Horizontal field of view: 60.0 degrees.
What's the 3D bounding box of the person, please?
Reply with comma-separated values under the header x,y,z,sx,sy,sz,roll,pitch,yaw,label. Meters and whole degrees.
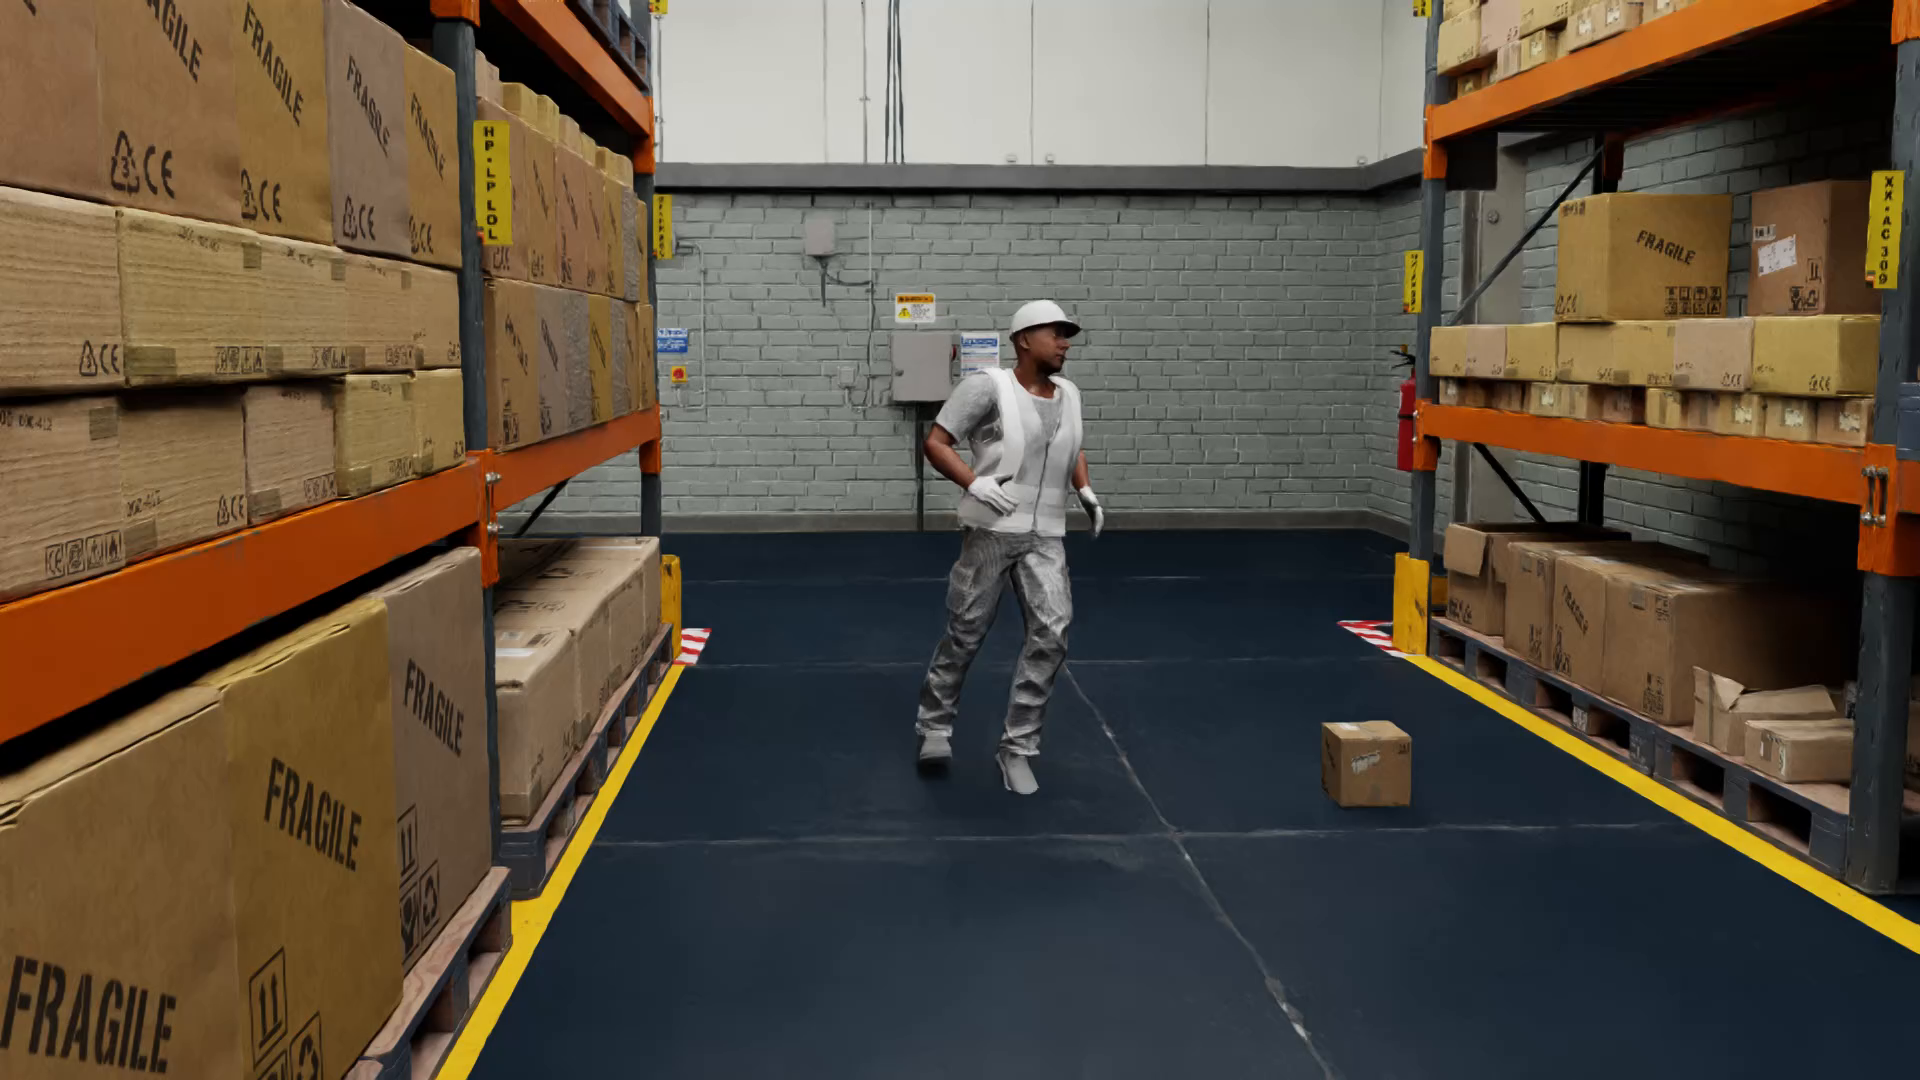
x,y,z,sx,sy,sz,roll,pitch,yaw,label
0.221,0.026,6.215,0.755,1.812,0.619,-4,8,-29,person
